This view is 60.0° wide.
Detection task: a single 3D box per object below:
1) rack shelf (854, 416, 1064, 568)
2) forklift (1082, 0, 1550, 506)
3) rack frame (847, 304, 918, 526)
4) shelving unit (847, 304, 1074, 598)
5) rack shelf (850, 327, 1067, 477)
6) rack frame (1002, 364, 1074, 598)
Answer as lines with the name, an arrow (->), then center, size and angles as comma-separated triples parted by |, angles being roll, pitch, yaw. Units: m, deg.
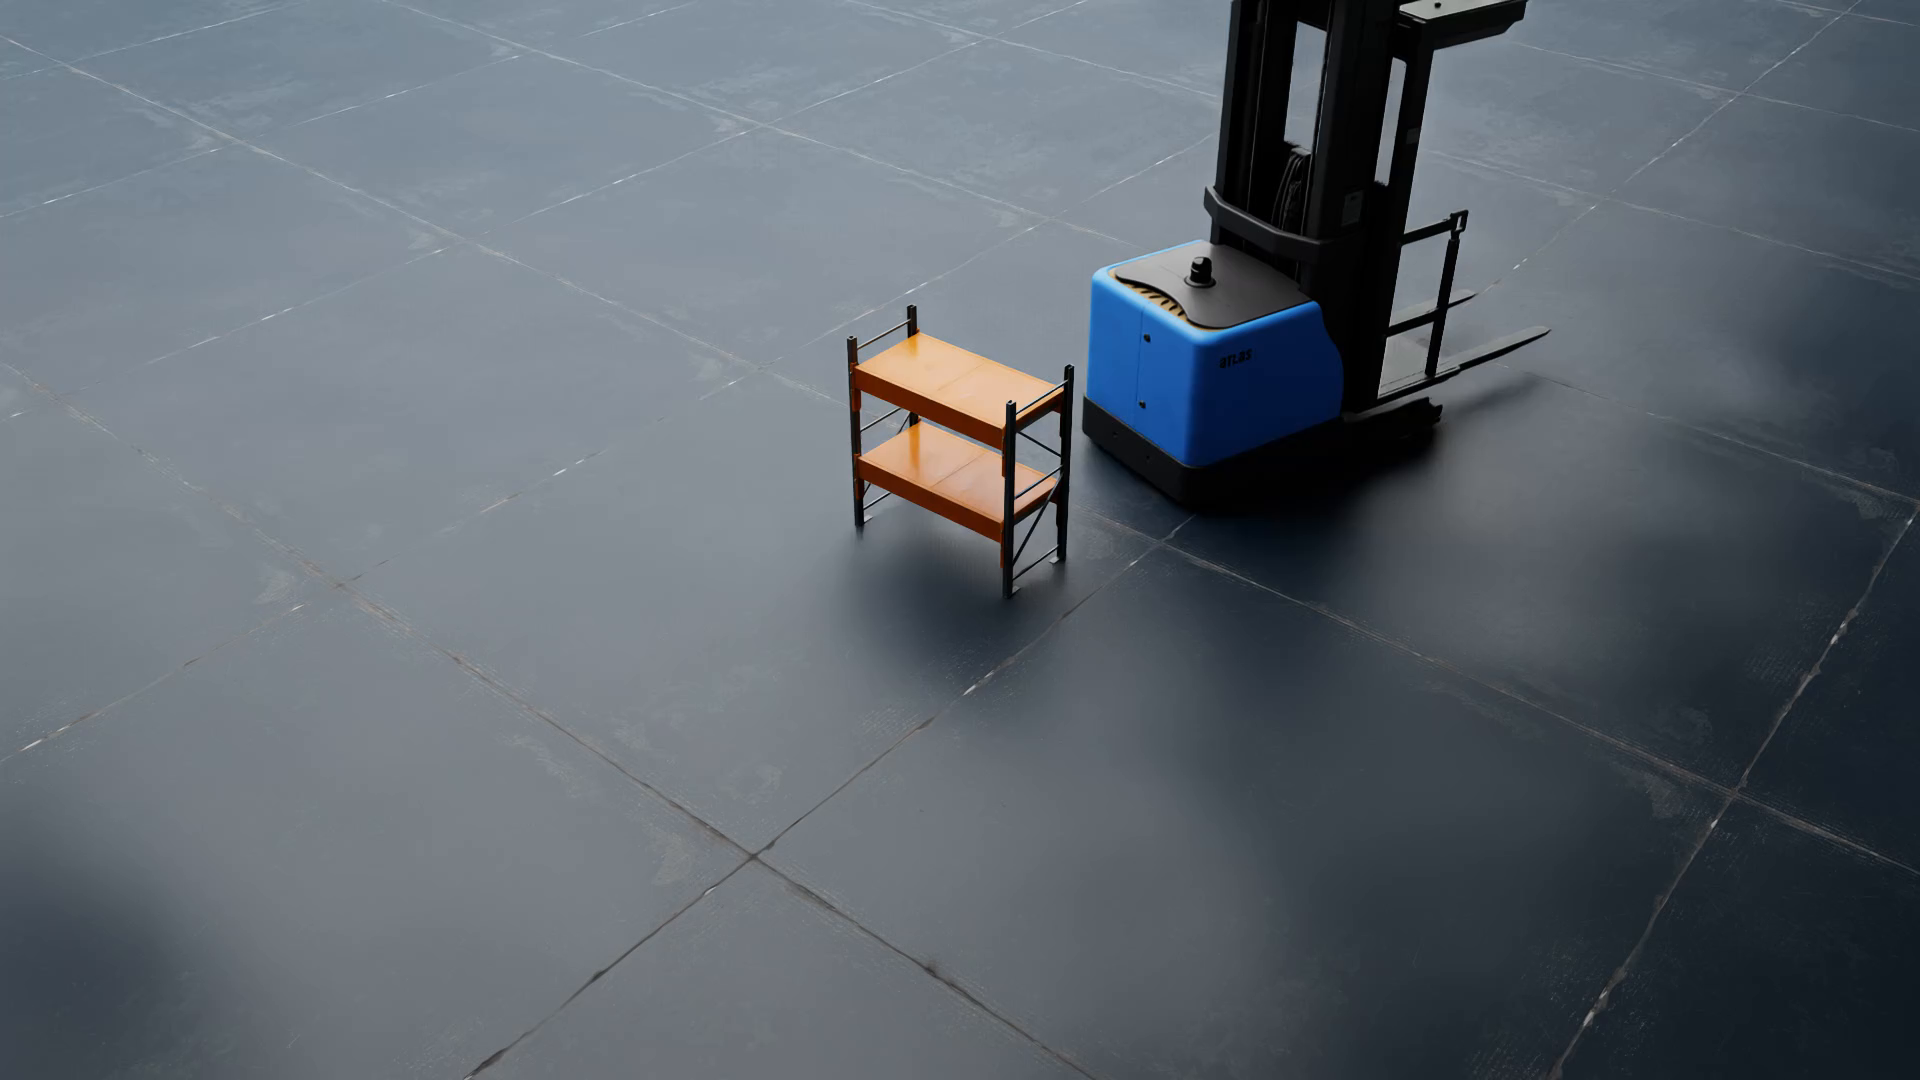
rack shelf -> -0.005, -0.265, 8.656 | 1.000, 0.278, 0.538 | 25, 42, 32
forklift -> 2.221, -2.024, 9.190 | 3.031, 2.935, 1.130 | -20, 39, -27
rack frame -> -0.396, -0.650, 8.785 | 0.032, 1.125, 0.500 | 25, 42, 32
shelving unit -> -0.005, -0.466, 8.517 | 1.048, 1.125, 0.538 | 25, 42, 32
rack shelf -> -0.005, -0.707, 8.352 | 1.000, 0.278, 0.538 | 25, 42, 32
rack frame -> 0.385, -0.282, 8.249 | 0.032, 1.125, 0.500 | 25, 42, 32
